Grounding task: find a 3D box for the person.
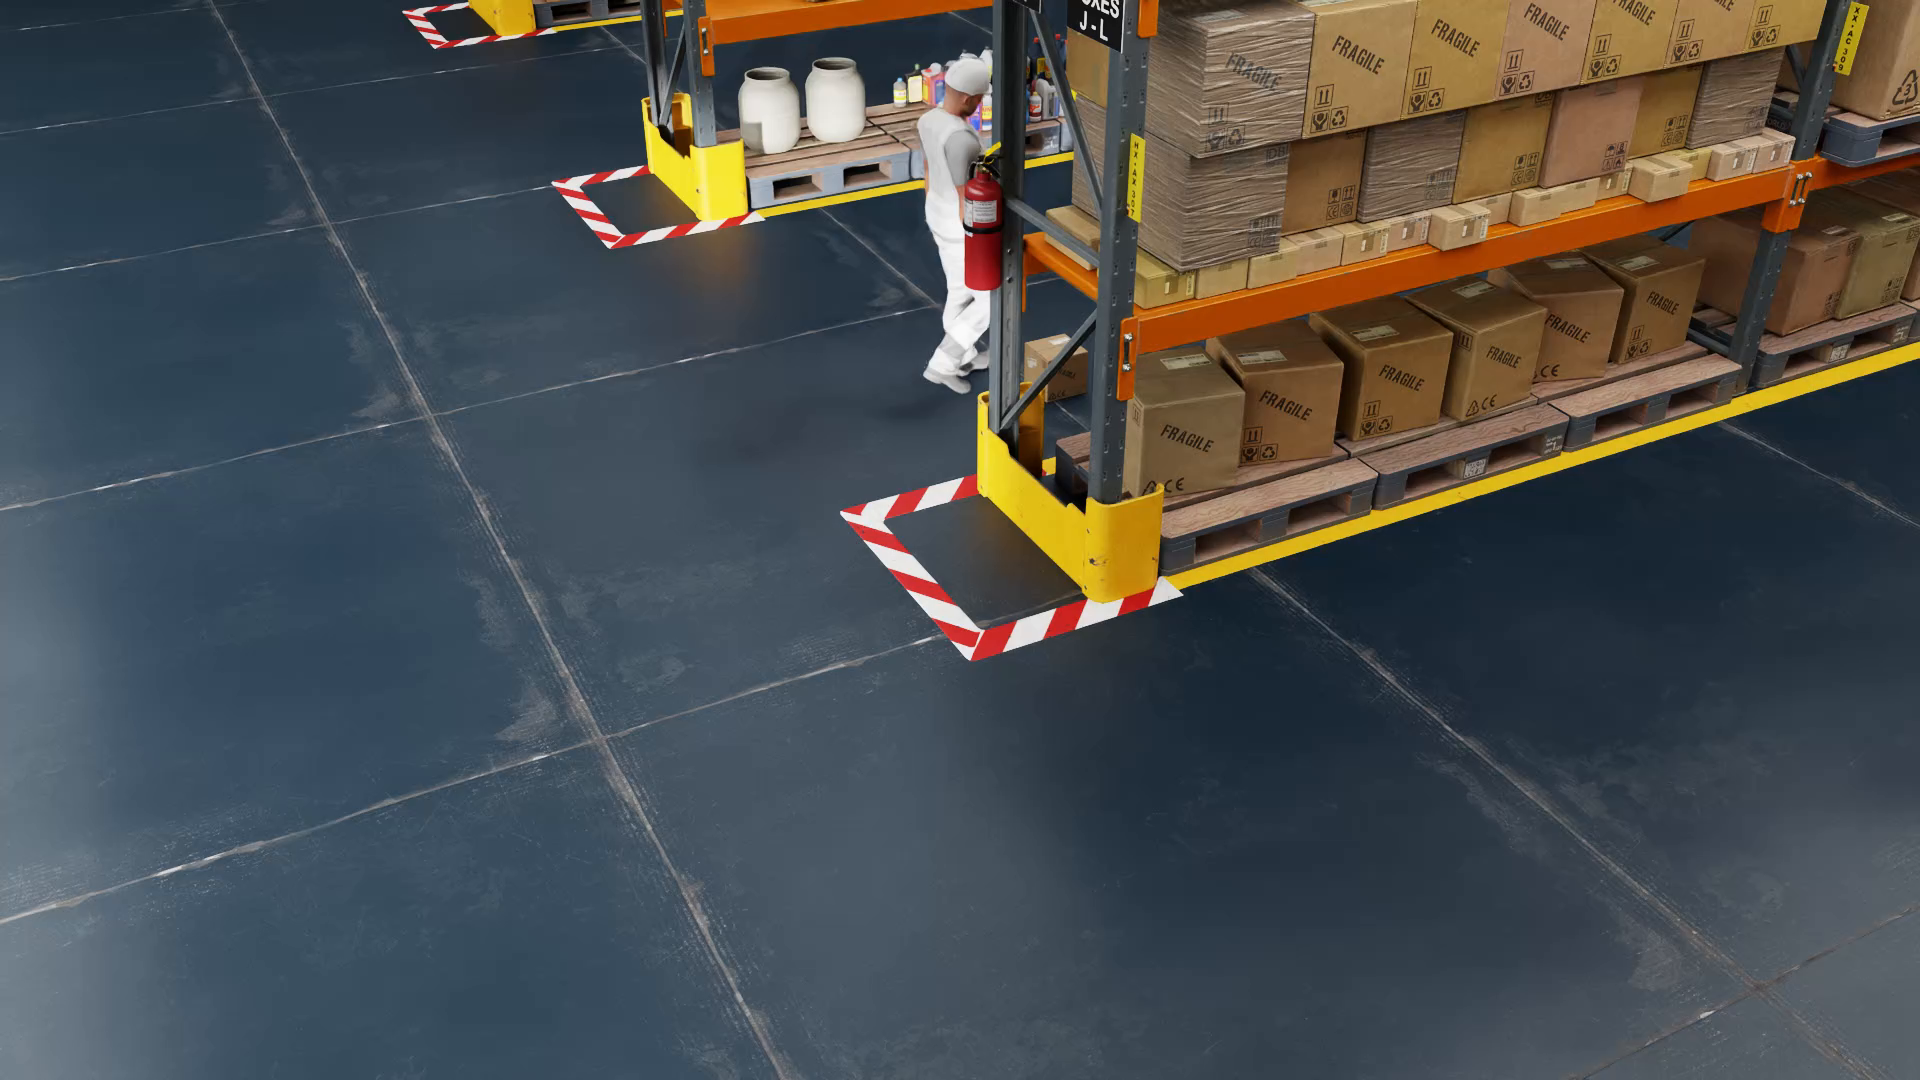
[{"bbox_3d":[0.012,-1.600,8.578,0.558,1.782,0.648,-12,35,-18],"label":"person"}]
